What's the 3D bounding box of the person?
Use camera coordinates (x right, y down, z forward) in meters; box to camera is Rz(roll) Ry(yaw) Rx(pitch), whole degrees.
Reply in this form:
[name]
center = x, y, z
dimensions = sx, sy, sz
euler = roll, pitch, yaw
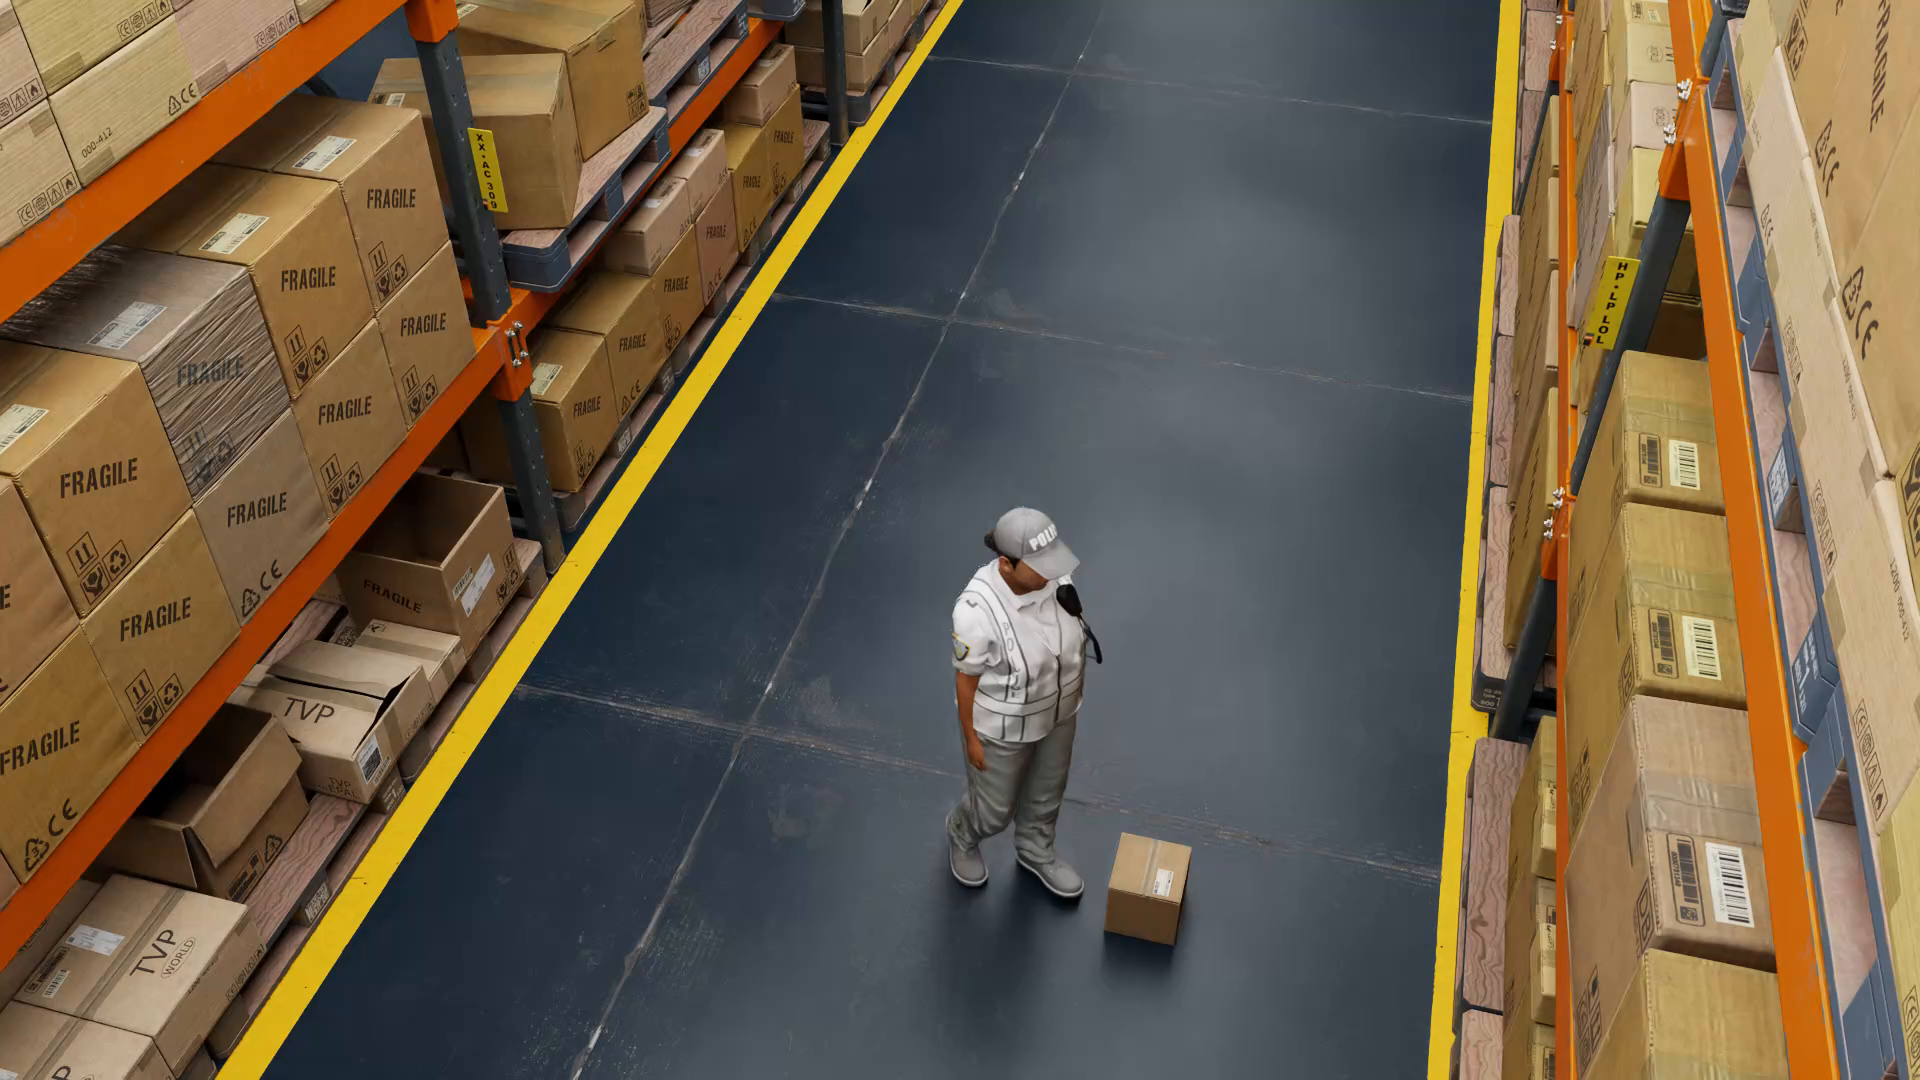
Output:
[person]
center = 0.211, 0.551, 5.513
dimensions = 0.499, 1.657, 0.537
euler = -30, 49, -30
